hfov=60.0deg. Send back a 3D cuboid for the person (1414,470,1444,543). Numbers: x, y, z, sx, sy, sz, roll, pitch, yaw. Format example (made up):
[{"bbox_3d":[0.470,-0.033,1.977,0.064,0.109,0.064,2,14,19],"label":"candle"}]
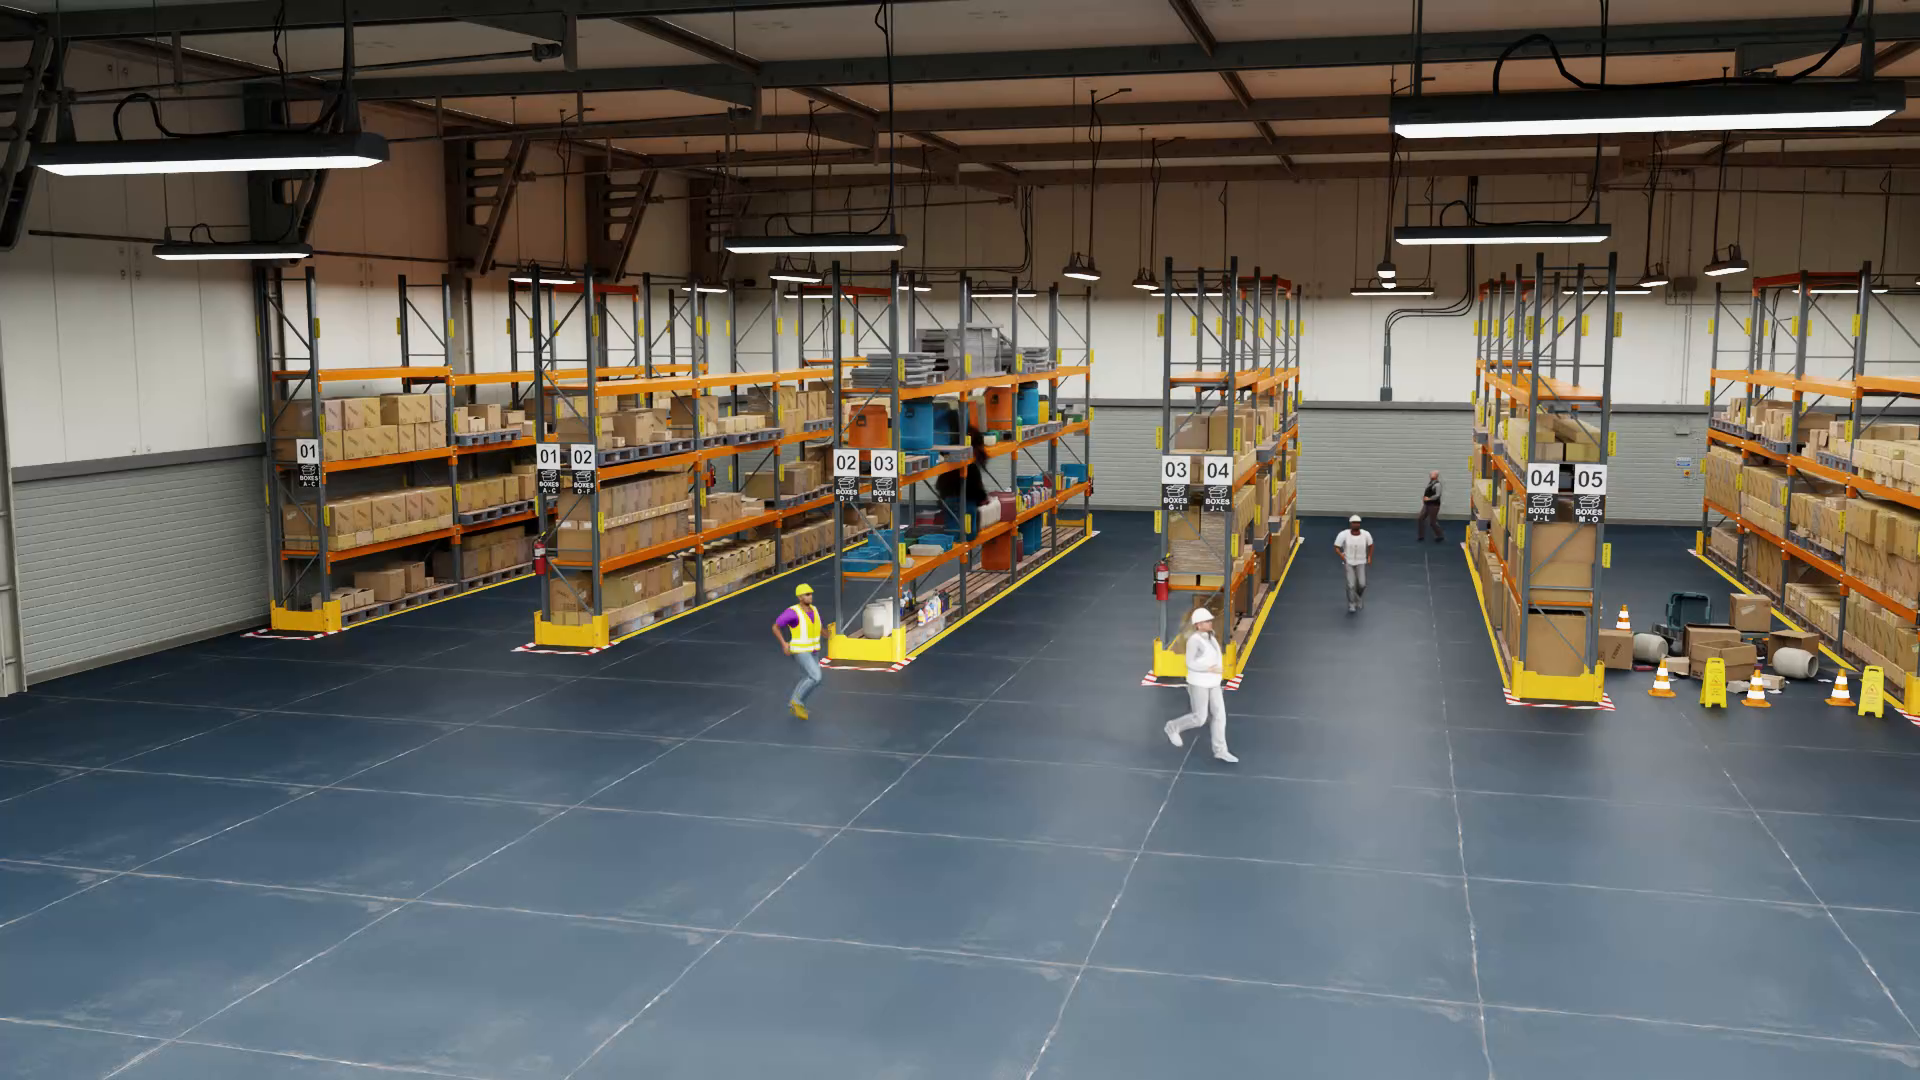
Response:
[{"bbox_3d":[10.980,-0.747,38.869,0.613,1.778,0.690,-1,7,-8],"label":"person"}]

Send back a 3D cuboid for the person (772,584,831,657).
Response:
[{"bbox_3d":[-1.951,1.013,21.251,0.662,0.899,0.676,5,9,34],"label":"person"}]

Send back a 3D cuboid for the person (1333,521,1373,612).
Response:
[{"bbox_3d":[6.963,0.435,29.394,0.712,1.687,0.573,1,7,6],"label":"person"}]

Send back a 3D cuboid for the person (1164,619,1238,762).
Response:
[{"bbox_3d":[2.827,1.699,19.368,0.936,1.717,0.661,6,9,39],"label":"person"}]
